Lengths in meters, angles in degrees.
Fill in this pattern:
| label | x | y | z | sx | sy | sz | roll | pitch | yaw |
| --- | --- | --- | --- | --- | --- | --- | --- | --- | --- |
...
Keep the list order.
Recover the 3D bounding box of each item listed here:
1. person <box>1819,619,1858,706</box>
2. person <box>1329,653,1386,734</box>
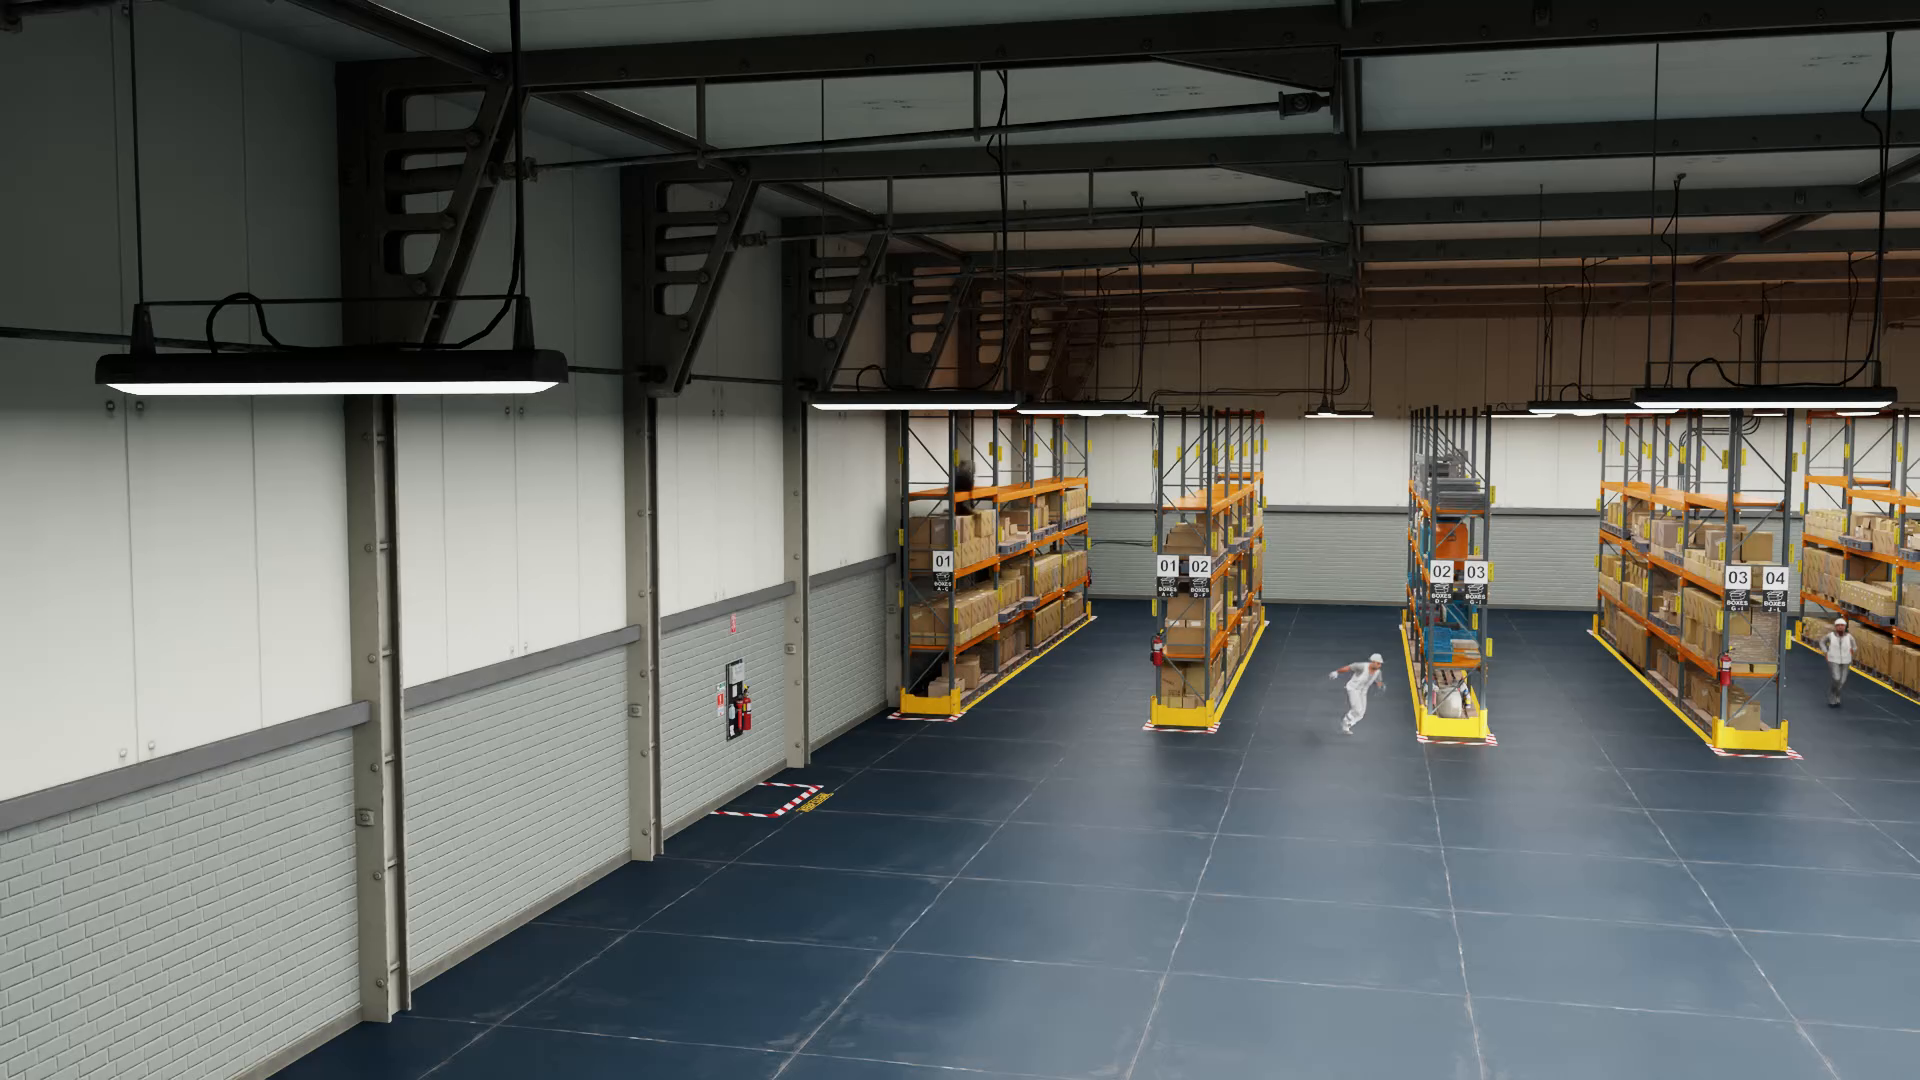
| label | x | y | z | sx | sy | sz | roll | pitch | yaw |
| --- | --- | --- | --- | --- | --- | --- | --- | --- | --- |
| person | 17.651 | 2.456 | 33.352 | 0.650 | 1.760 | 0.701 | 1 | 4 | 14 |
| person | 7.251 | 2.785 | 30.050 | 0.706 | 1.532 | 1.007 | -2 | 5 | -27 |
